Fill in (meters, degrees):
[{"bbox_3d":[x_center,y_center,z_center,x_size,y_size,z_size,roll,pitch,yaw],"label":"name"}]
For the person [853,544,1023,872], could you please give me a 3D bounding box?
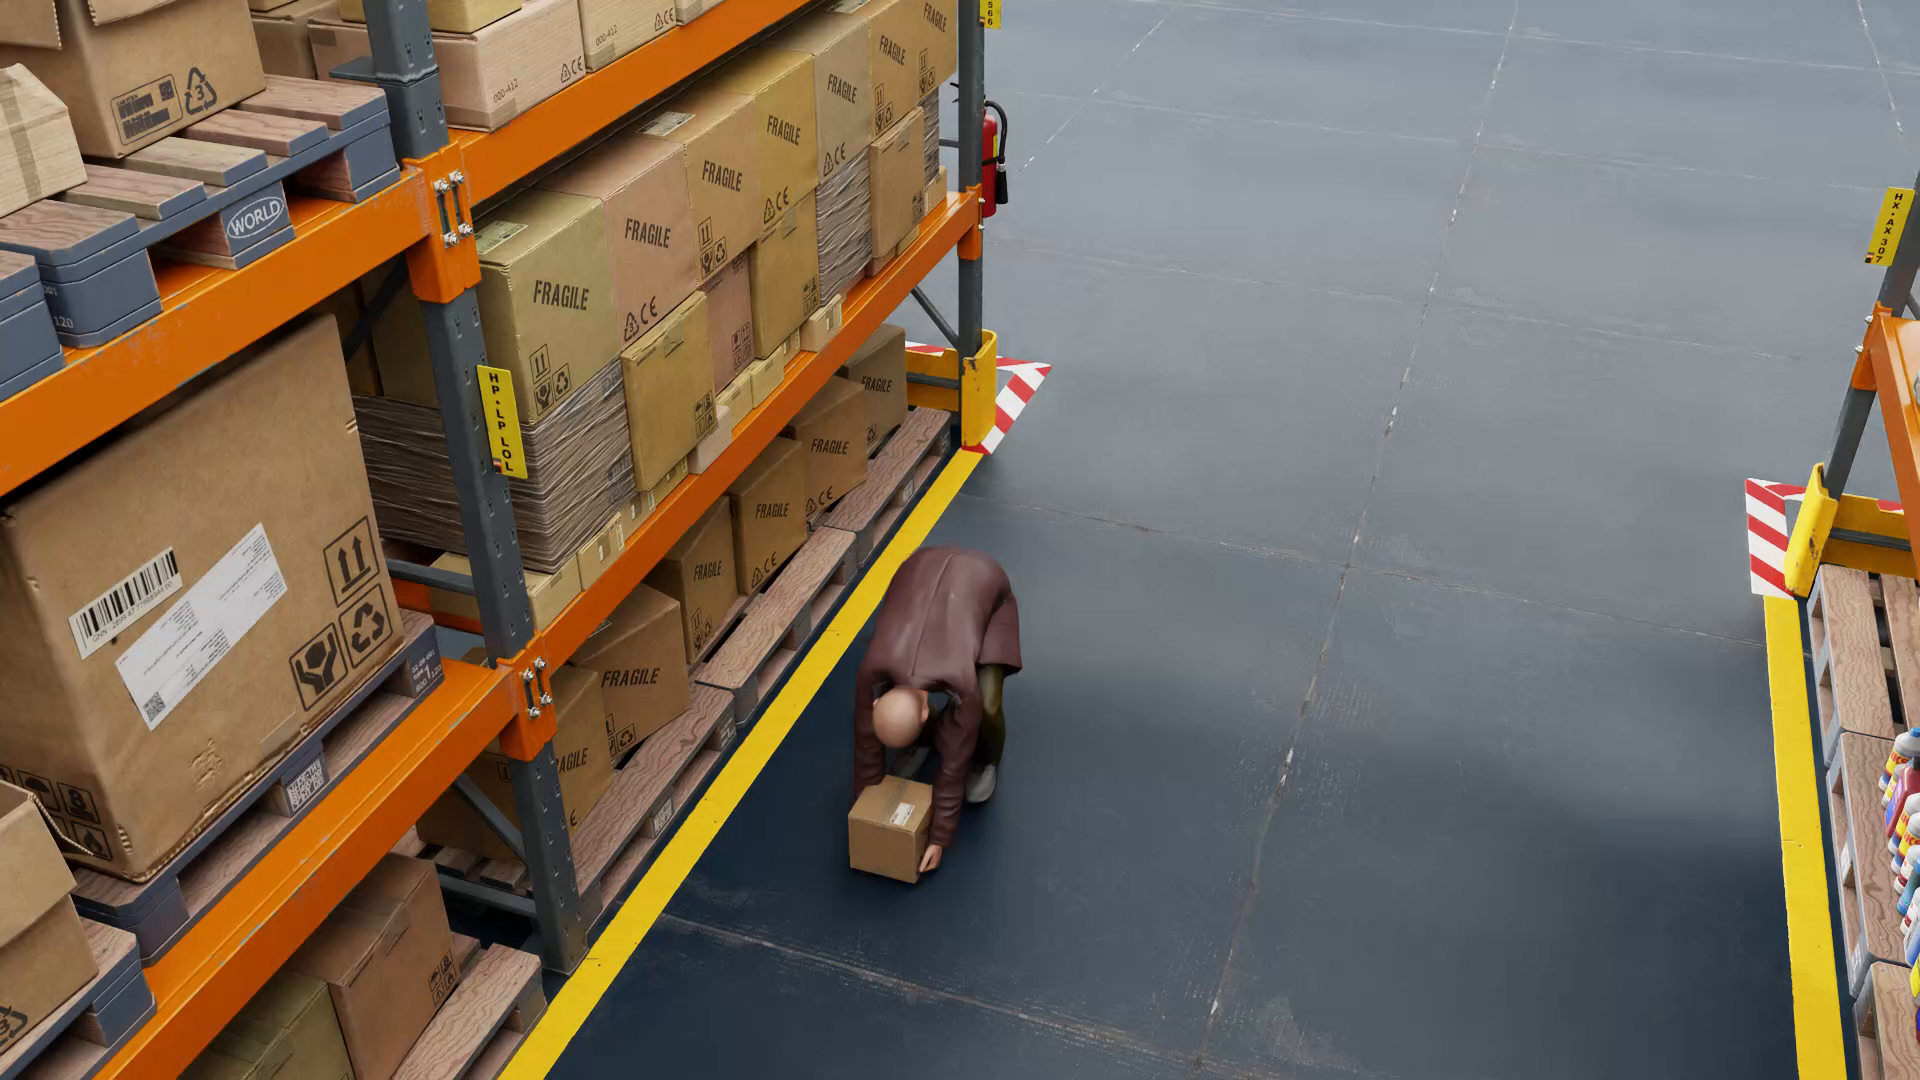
[{"bbox_3d":[-0.100,0.570,6.031,0.594,0.952,0.947,10,34,15],"label":"person"}]
